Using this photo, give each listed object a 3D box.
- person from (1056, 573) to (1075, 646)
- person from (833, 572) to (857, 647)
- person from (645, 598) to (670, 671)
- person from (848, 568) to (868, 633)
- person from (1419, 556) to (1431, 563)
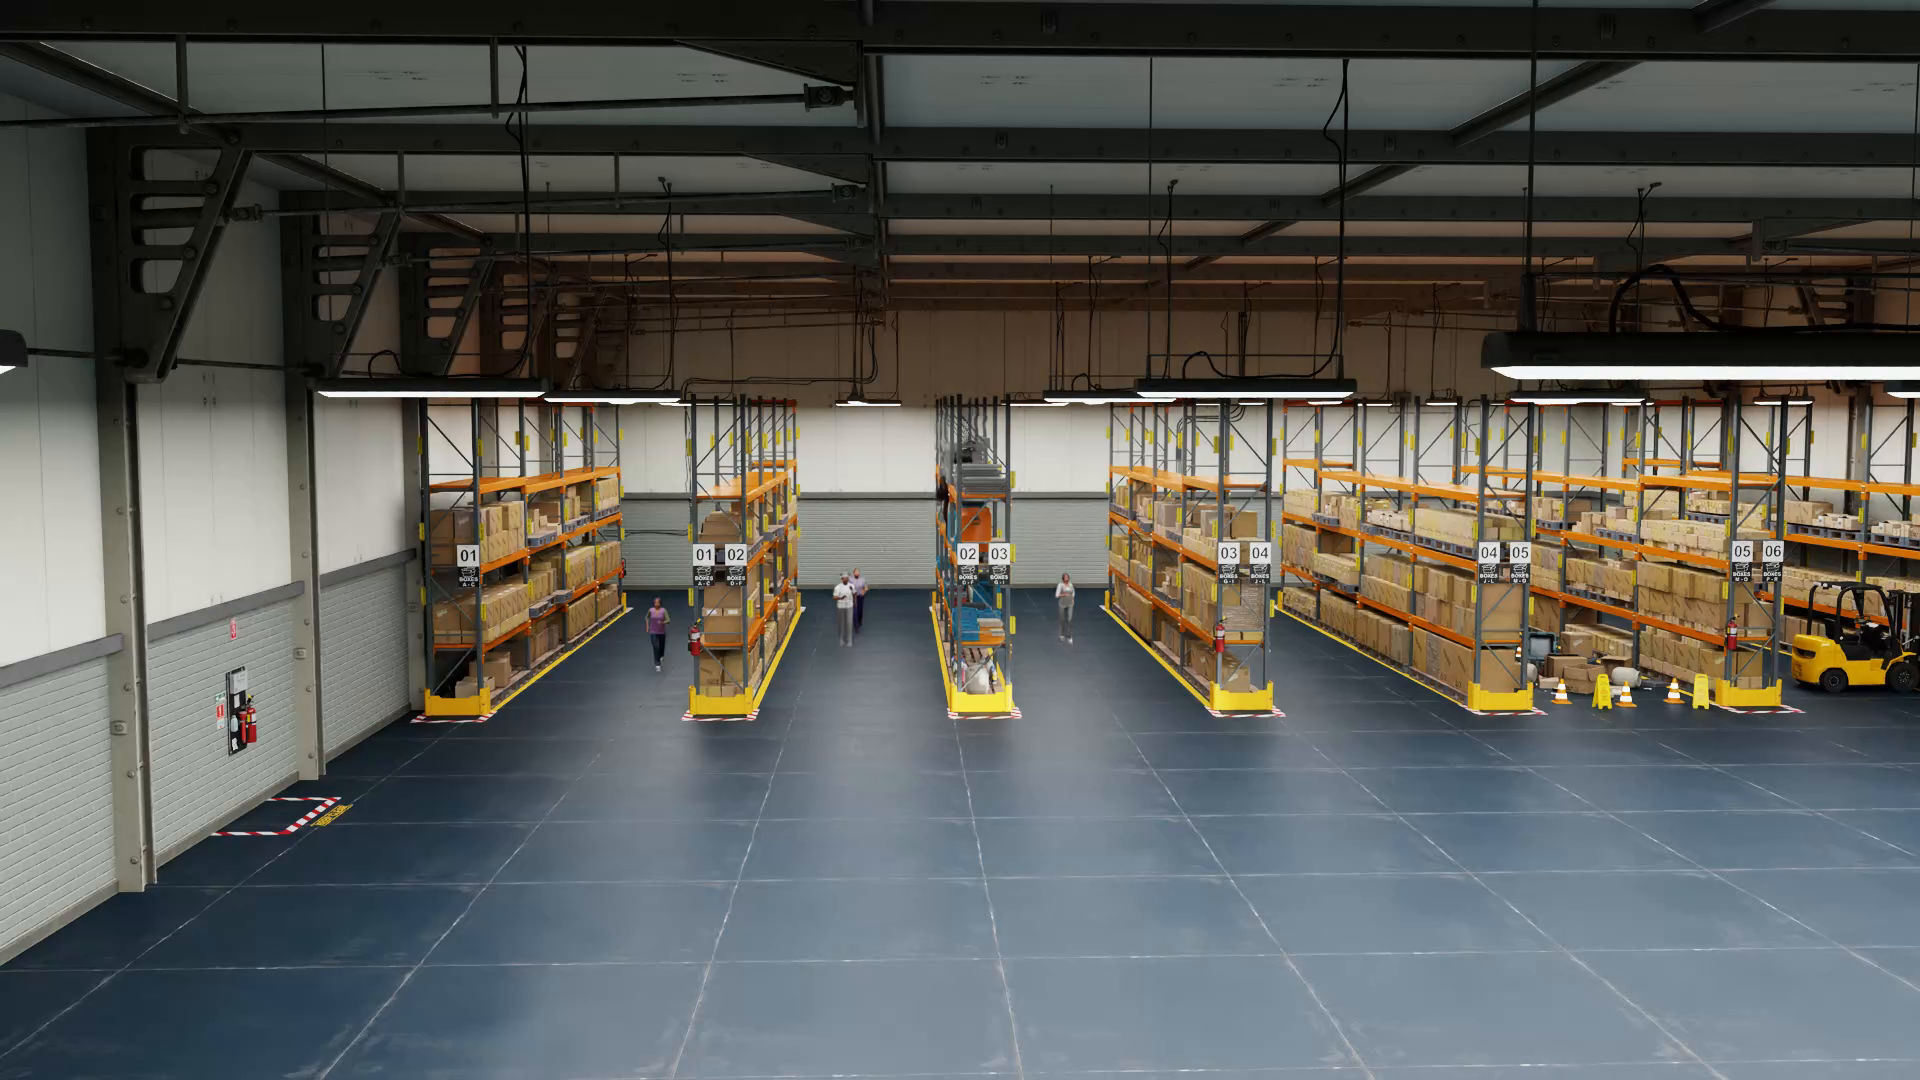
[{"bbox_3d":[2.460,1.593,38.620,0.518,1.669,0.663,-1,5,-12],"label":"person"},{"bbox_3d":[-2.620,1.586,38.082,0.575,1.737,0.875,-1,5,-9],"label":"person"},{"bbox_3d":[-6.623,2.092,36.460,0.536,1.484,0.856,-1,5,-10],"label":"person"},{"bbox_3d":[-2.692,1.545,42.947,0.612,1.646,0.839,-1,5,-12],"label":"person"},{"bbox_3d":[13.819,0.961,49.304,0.948,1.776,0.682,0,4,1],"label":"person"}]
